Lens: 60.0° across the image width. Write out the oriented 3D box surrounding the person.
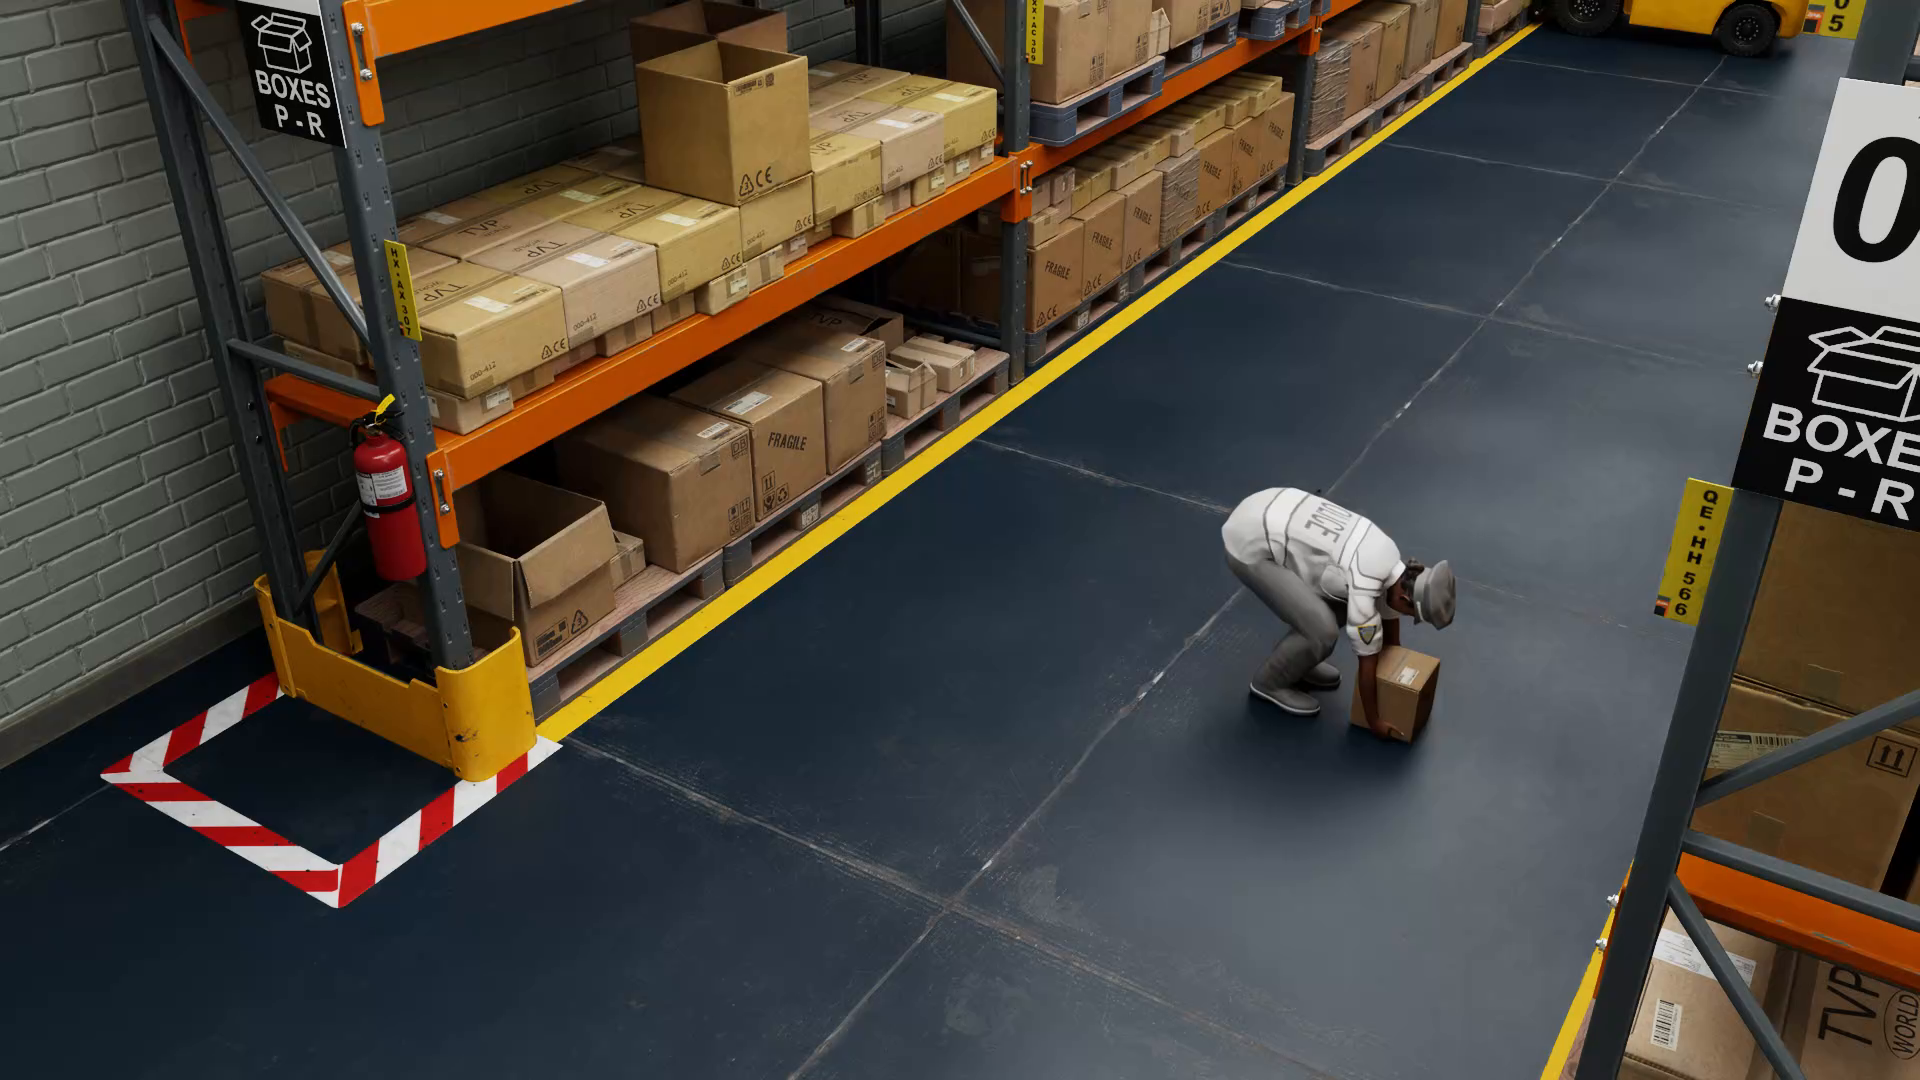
[{"bbox_3d":[1.453,0.265,6.481,0.909,0.858,0.450,16,34,25],"label":"person"}]
